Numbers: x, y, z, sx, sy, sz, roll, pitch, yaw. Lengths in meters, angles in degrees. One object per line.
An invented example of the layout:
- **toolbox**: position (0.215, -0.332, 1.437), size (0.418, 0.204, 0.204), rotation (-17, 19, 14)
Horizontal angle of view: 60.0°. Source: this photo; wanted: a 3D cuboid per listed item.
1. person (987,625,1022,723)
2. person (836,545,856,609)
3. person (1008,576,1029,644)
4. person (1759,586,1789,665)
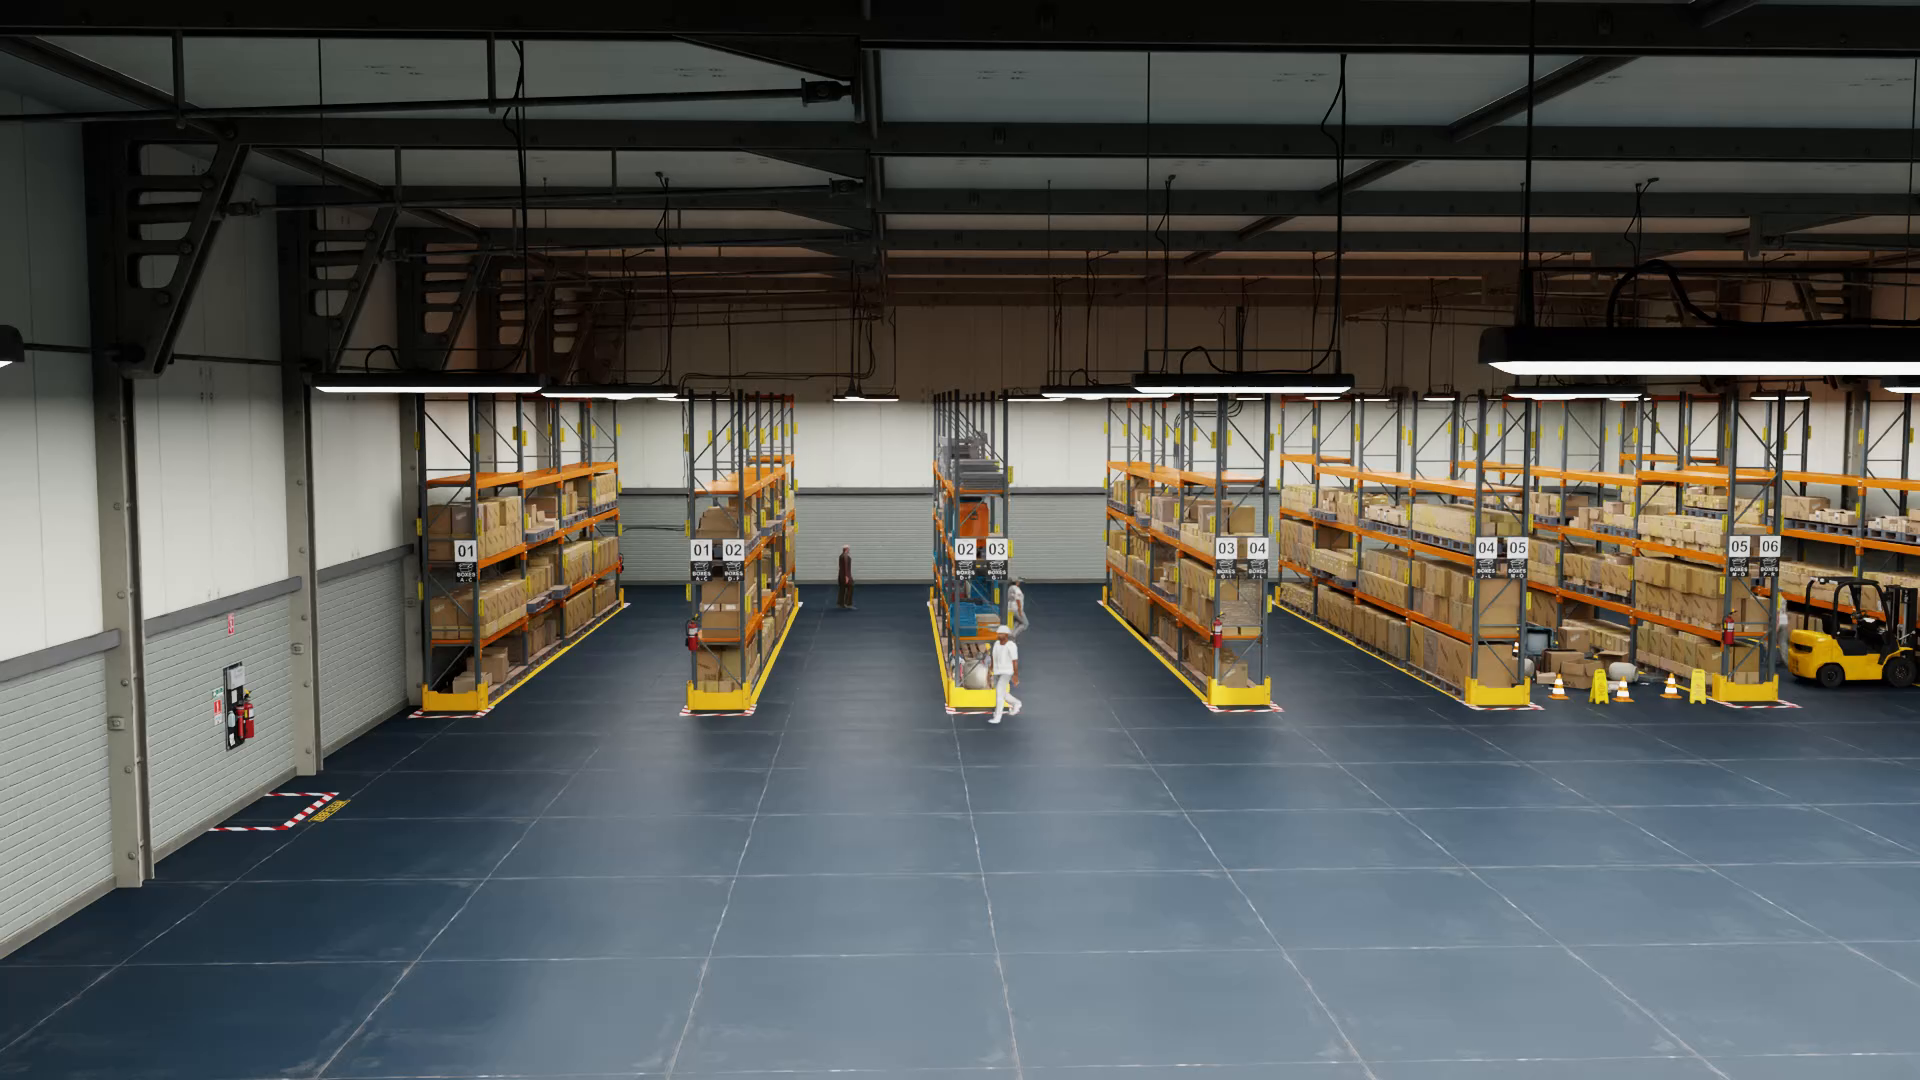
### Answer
- **person**: position (0.790, 2.405, 30.054), size (0.934, 1.739, 0.631), rotation (-4, 6, -38)
- **person**: position (-3.211, 1.050, 46.604), size (0.540, 1.833, 0.649), rotation (-2, 5, -25)
- **person**: position (1.296, 1.612, 38.616), size (0.540, 1.568, 0.527), rotation (-3, 6, -33)
- **person**: position (17.948, 1.903, 36.462), size (0.540, 1.813, 0.609), rotation (-1, 5, -12)
